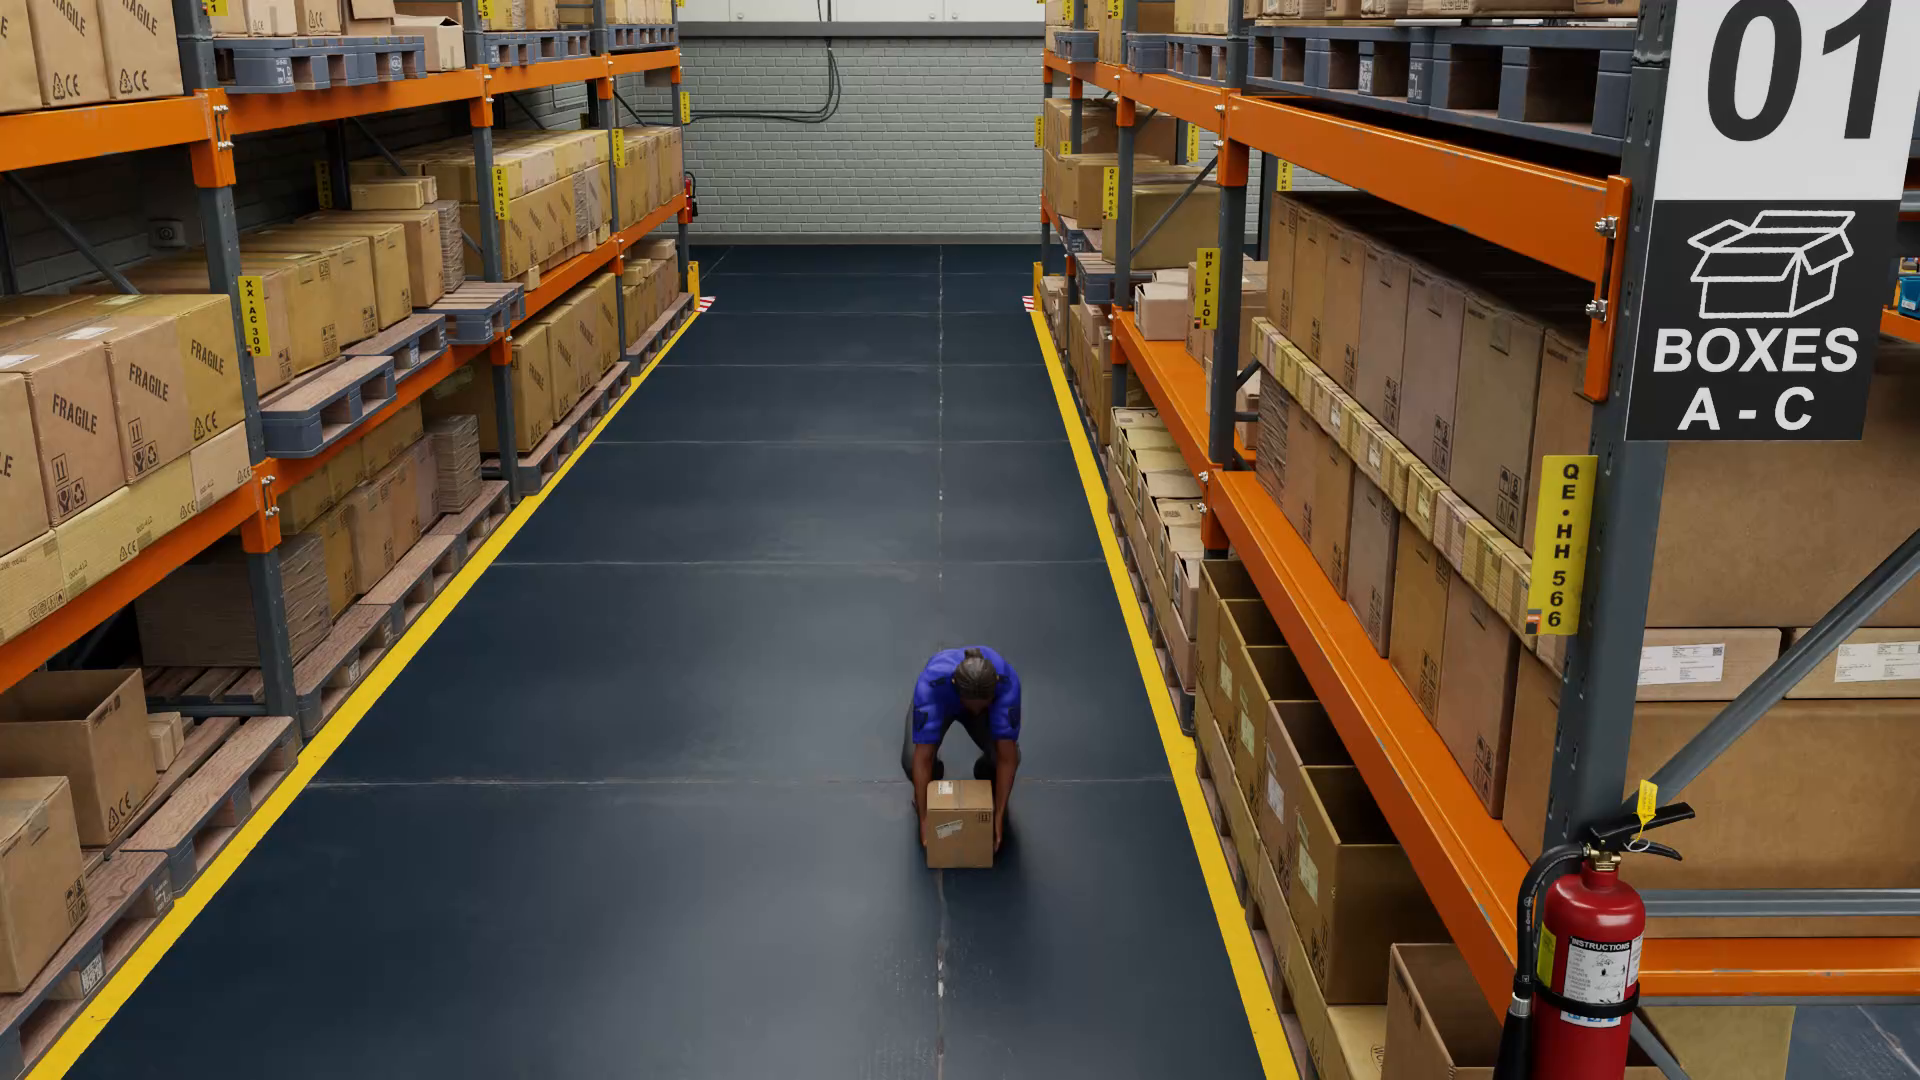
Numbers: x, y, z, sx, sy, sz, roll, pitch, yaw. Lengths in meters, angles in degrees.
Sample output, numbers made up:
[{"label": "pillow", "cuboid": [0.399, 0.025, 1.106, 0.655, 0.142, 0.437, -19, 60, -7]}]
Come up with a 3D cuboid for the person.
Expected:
[{"label": "person", "cuboid": [0.004, 0.740, 6.649, 0.480, 0.810, 0.812, 0, 17, -1]}]
